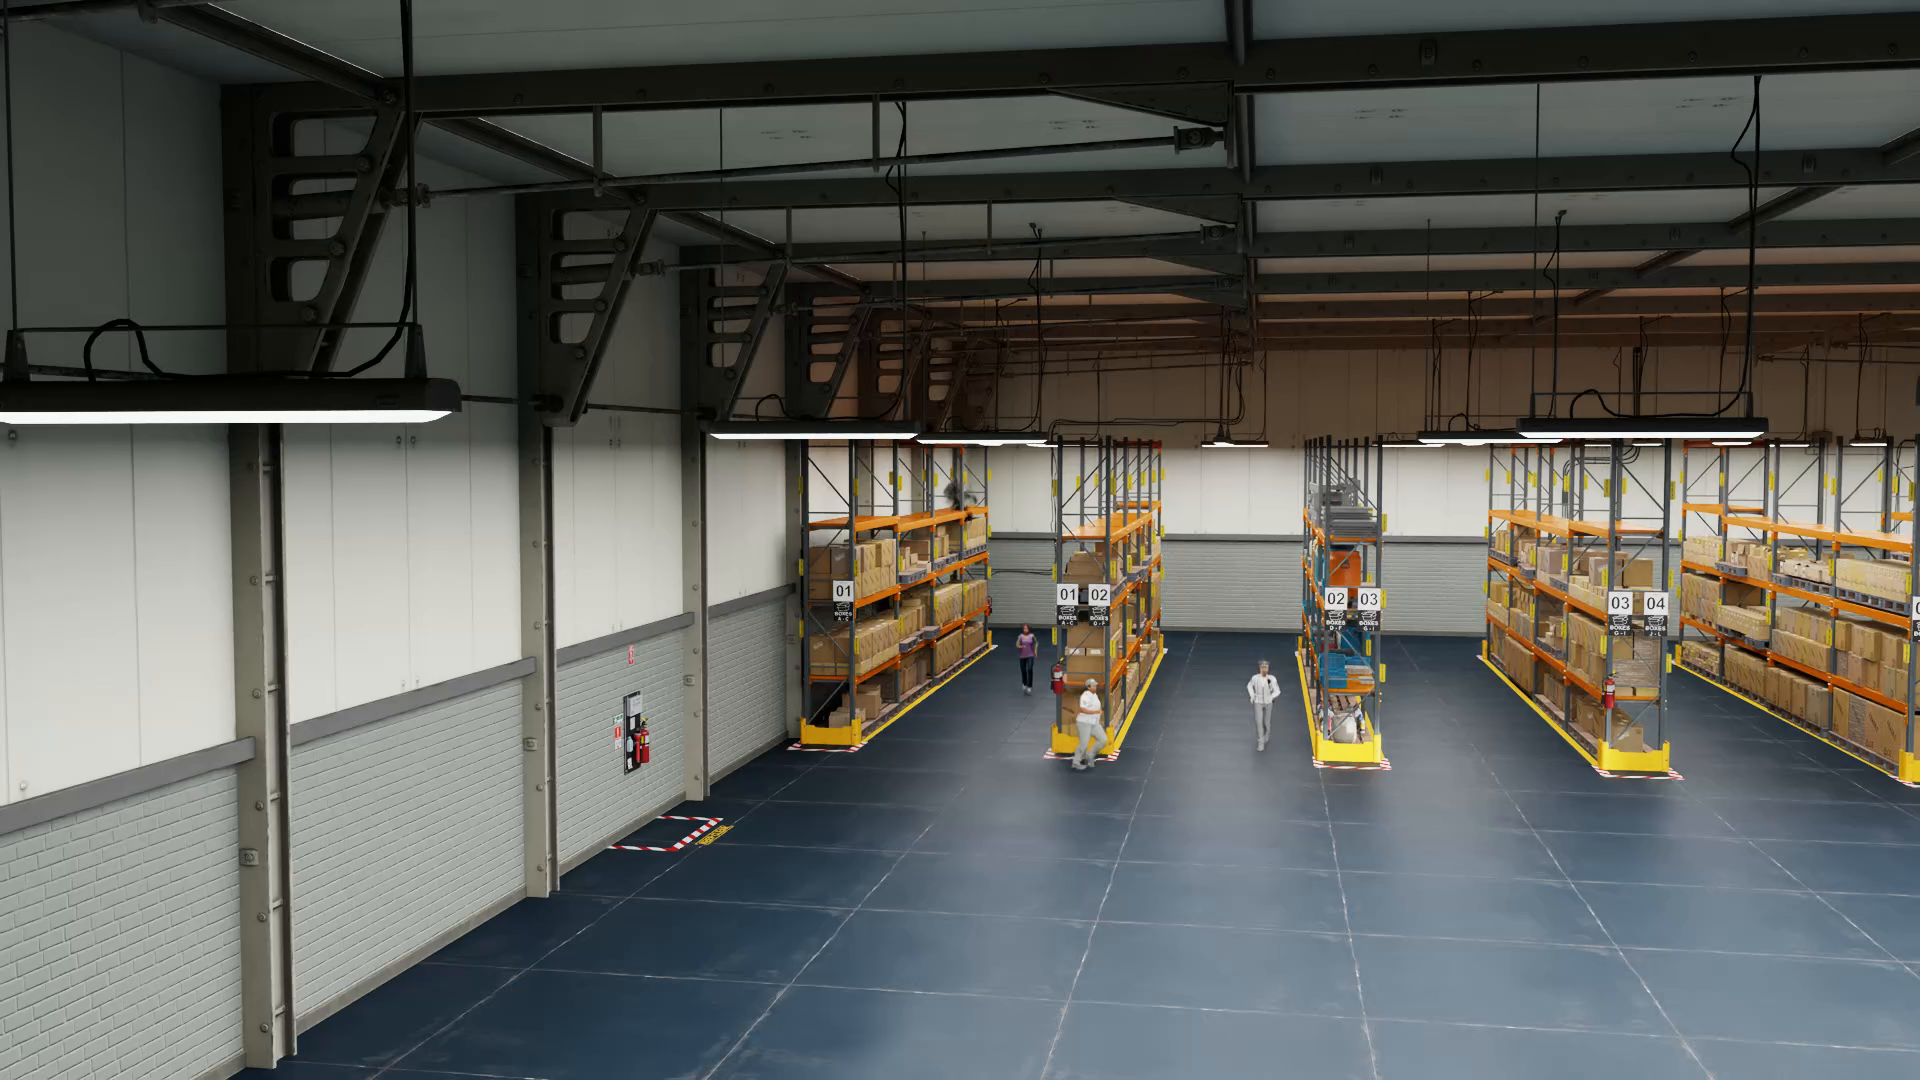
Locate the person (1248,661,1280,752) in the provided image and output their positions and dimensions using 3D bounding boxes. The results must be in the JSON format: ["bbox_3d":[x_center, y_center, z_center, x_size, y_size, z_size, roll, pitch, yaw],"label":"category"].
[{"bbox_3d":[5.834,3.155,31.943,0.626,1.700,0.884,1,3,12],"label":"person"}]

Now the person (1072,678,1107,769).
[{"bbox_3d":[2.364,3.296,29.765,0.659,1.643,0.633,3,4,40],"label":"person"}]

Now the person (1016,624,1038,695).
[{"bbox_3d":[1.574,2.798,39.211,0.510,1.644,0.720,0,3,6],"label":"person"}]

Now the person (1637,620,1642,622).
[{"bbox_3d":[17.952,2.511,44.620,0.563,1.630,0.634,-2,4,-37],"label":"person"}]
